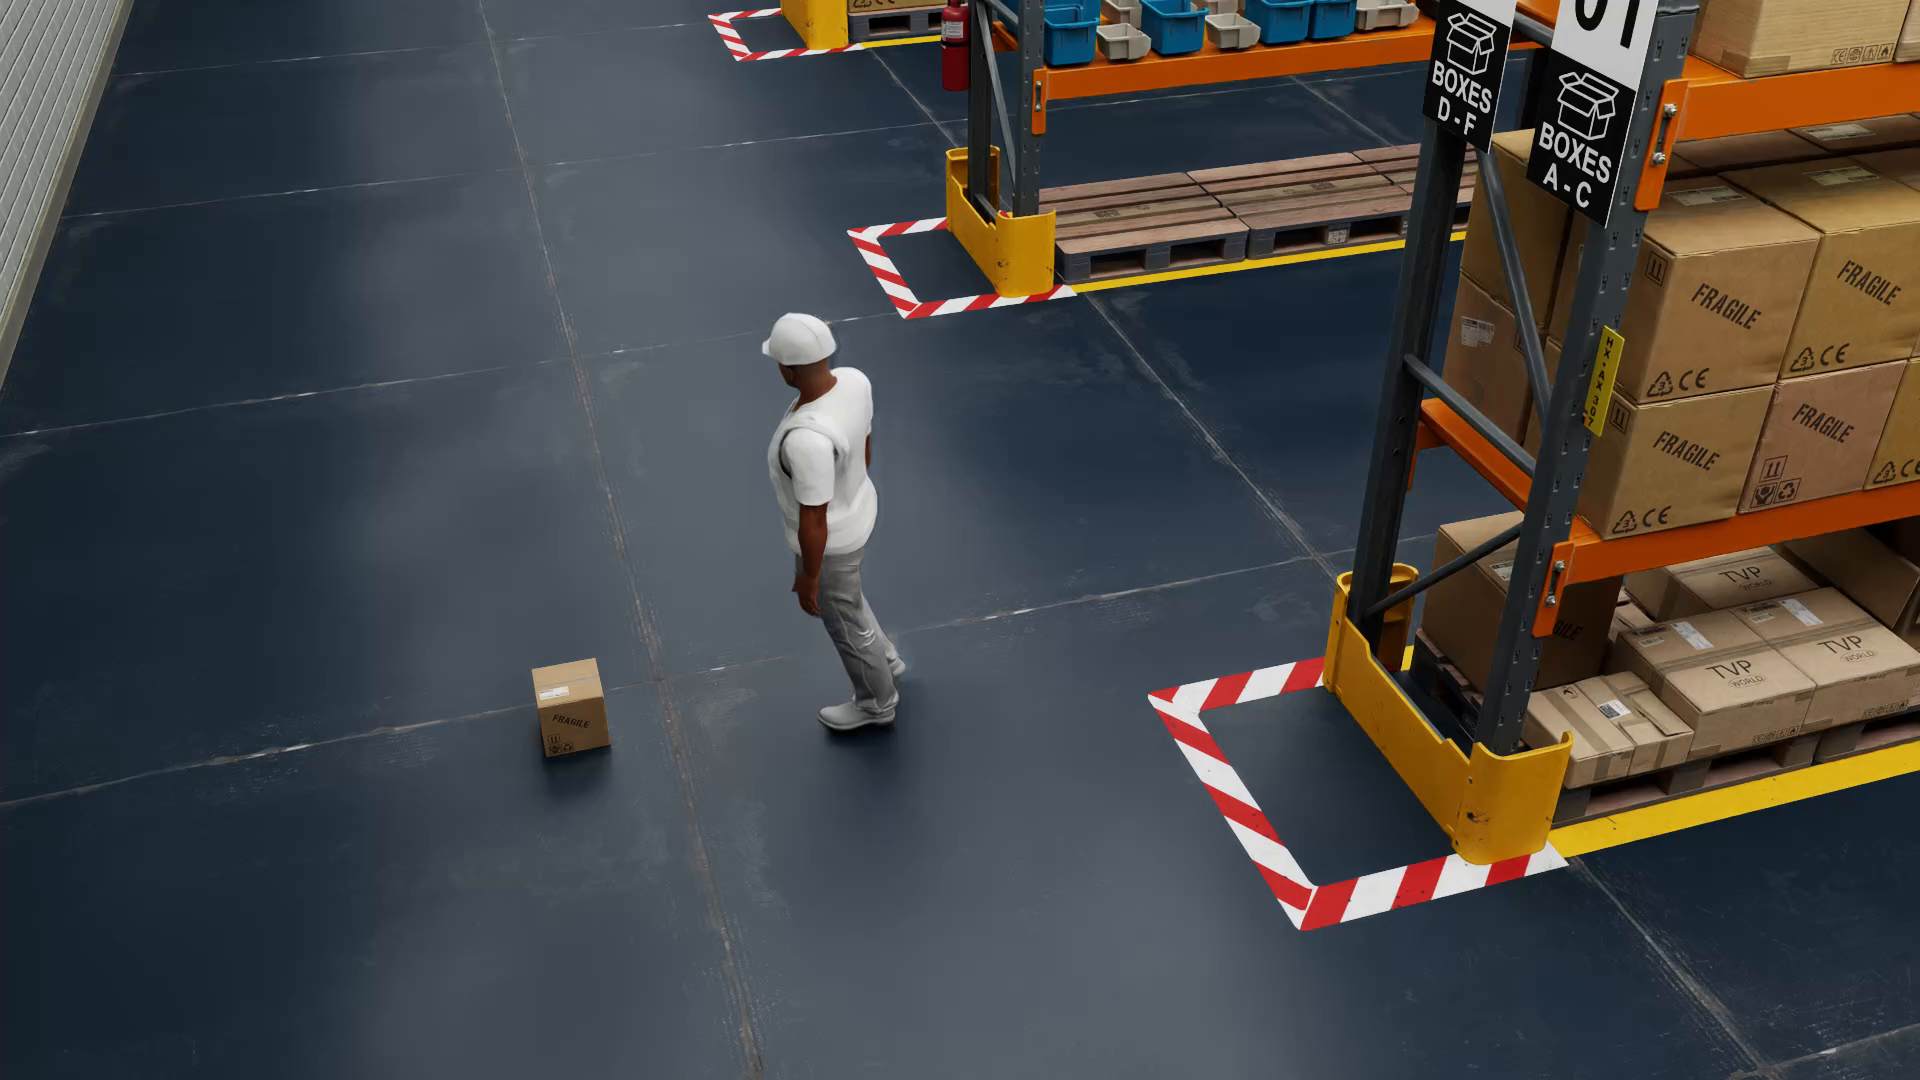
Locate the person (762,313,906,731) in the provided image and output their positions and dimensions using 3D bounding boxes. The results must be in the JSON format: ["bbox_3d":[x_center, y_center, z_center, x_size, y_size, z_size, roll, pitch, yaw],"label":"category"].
[{"bbox_3d":[-0.465,-0.049,6.152,0.459,1.754,0.640,6,34,9],"label":"person"}]
